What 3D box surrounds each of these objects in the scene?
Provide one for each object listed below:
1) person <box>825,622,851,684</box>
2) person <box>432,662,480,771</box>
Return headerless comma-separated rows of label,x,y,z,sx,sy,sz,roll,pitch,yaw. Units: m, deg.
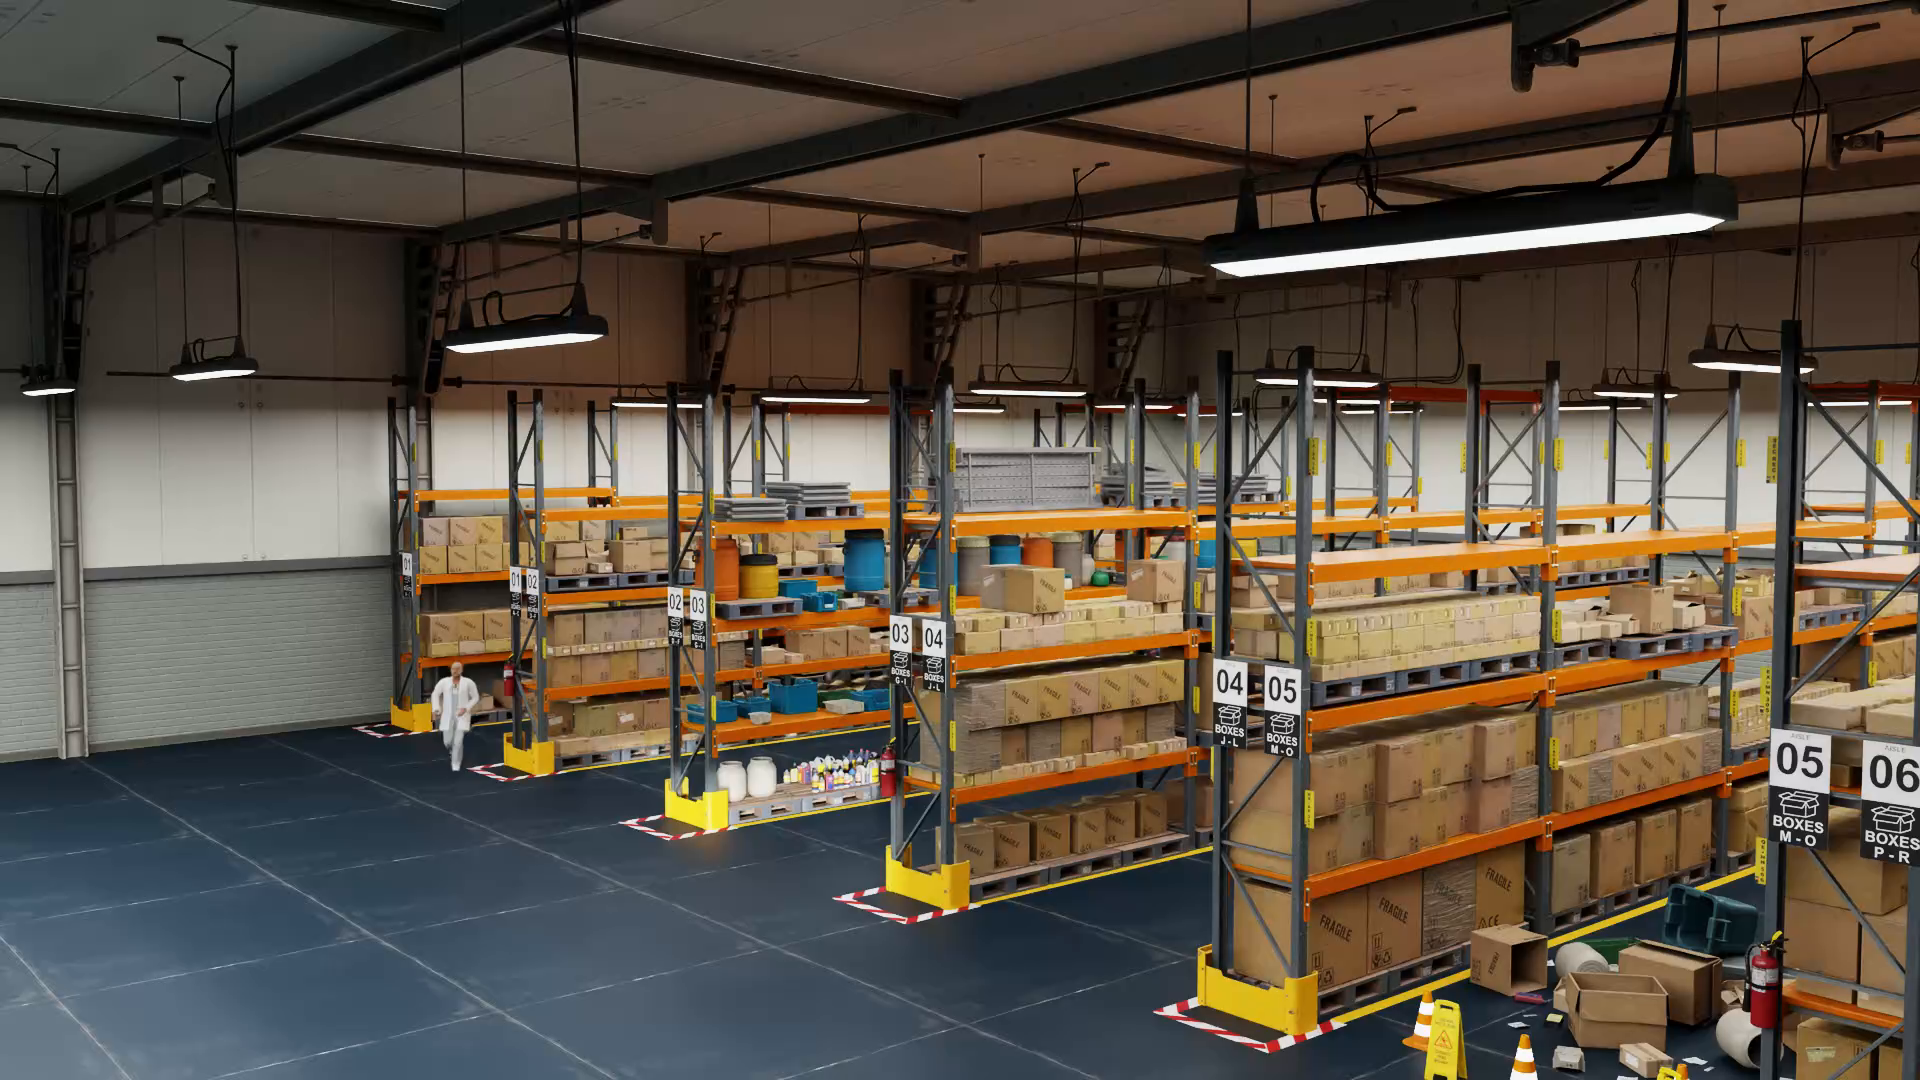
person,-2.322,2.439,32.580,0.803,1.709,0.484,-3,5,-44
person,-7.964,2.807,26.267,0.734,1.637,0.650,-1,3,-12
